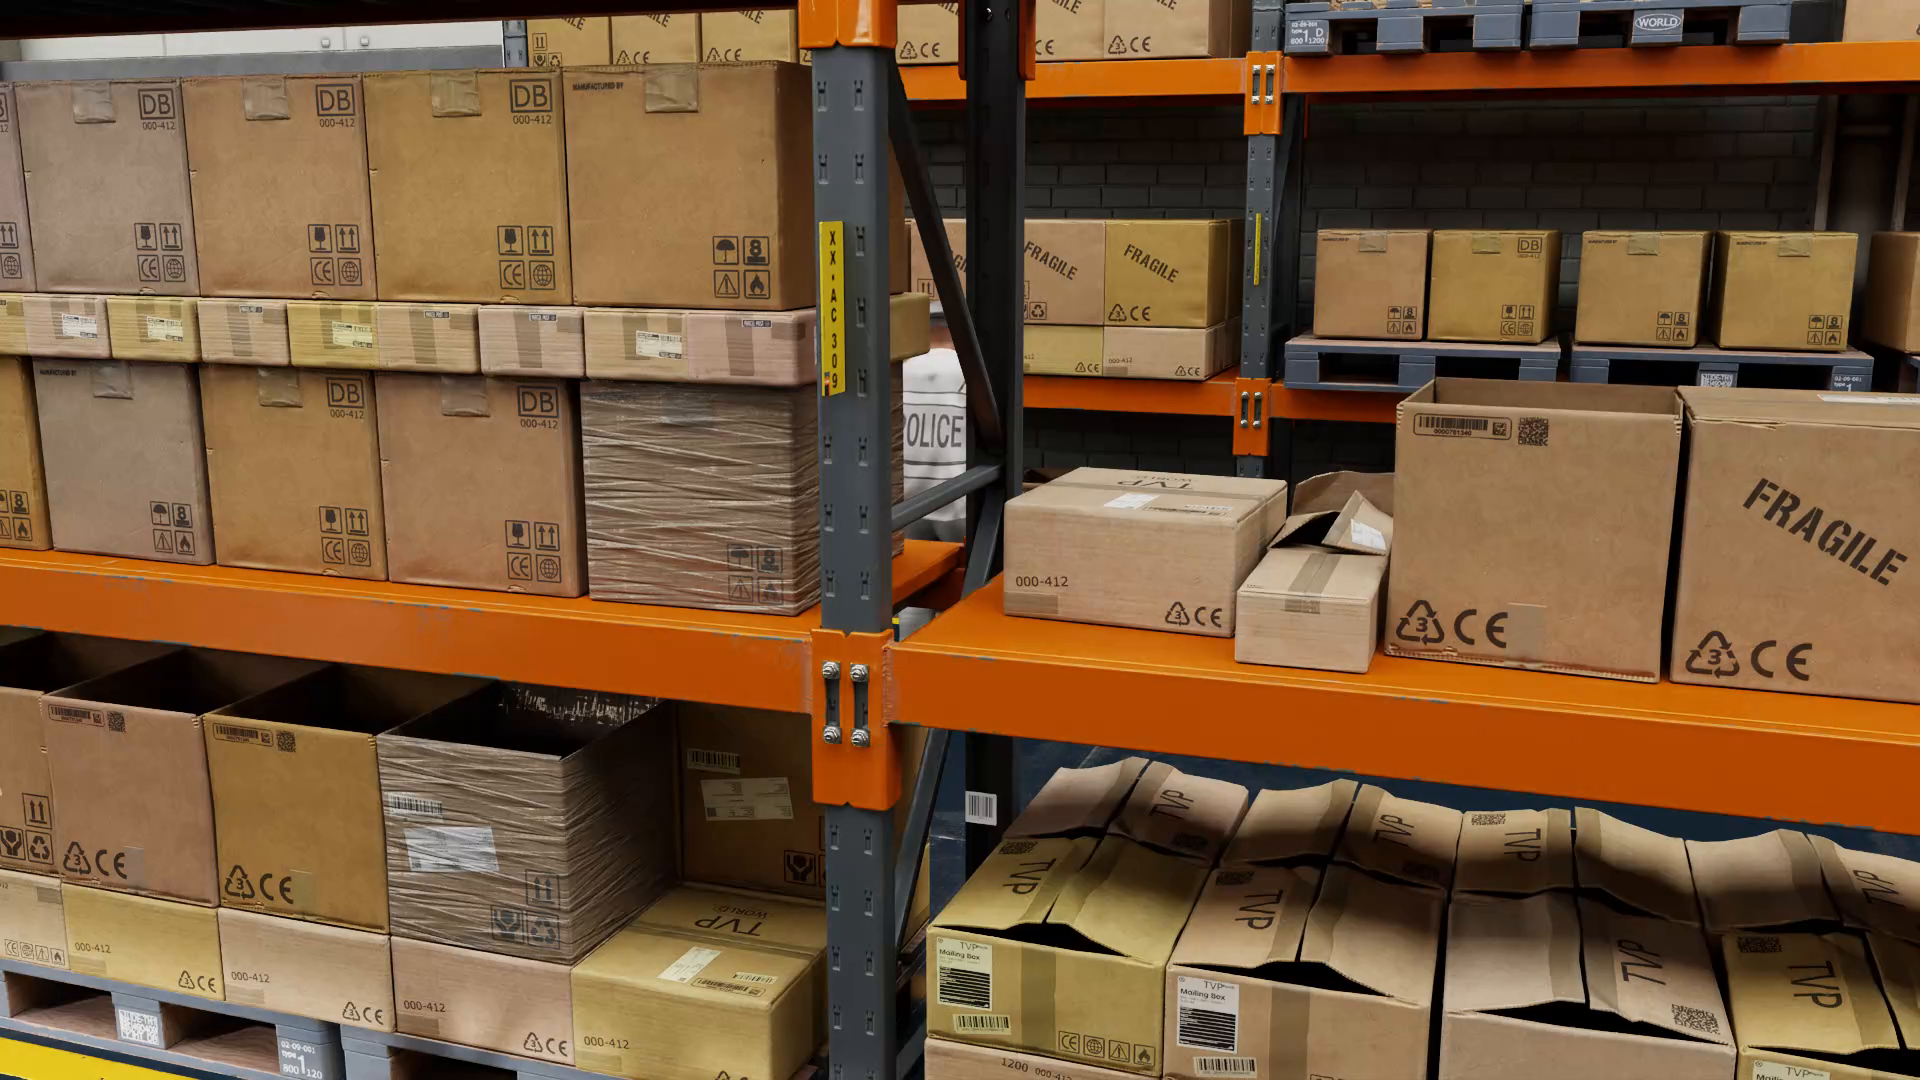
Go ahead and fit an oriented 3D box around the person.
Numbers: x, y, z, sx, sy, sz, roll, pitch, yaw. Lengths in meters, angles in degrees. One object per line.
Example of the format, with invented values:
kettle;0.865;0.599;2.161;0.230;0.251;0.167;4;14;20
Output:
person;-0.072;-0.142;7.123;0.585;1.745;0.432;4;12;18
